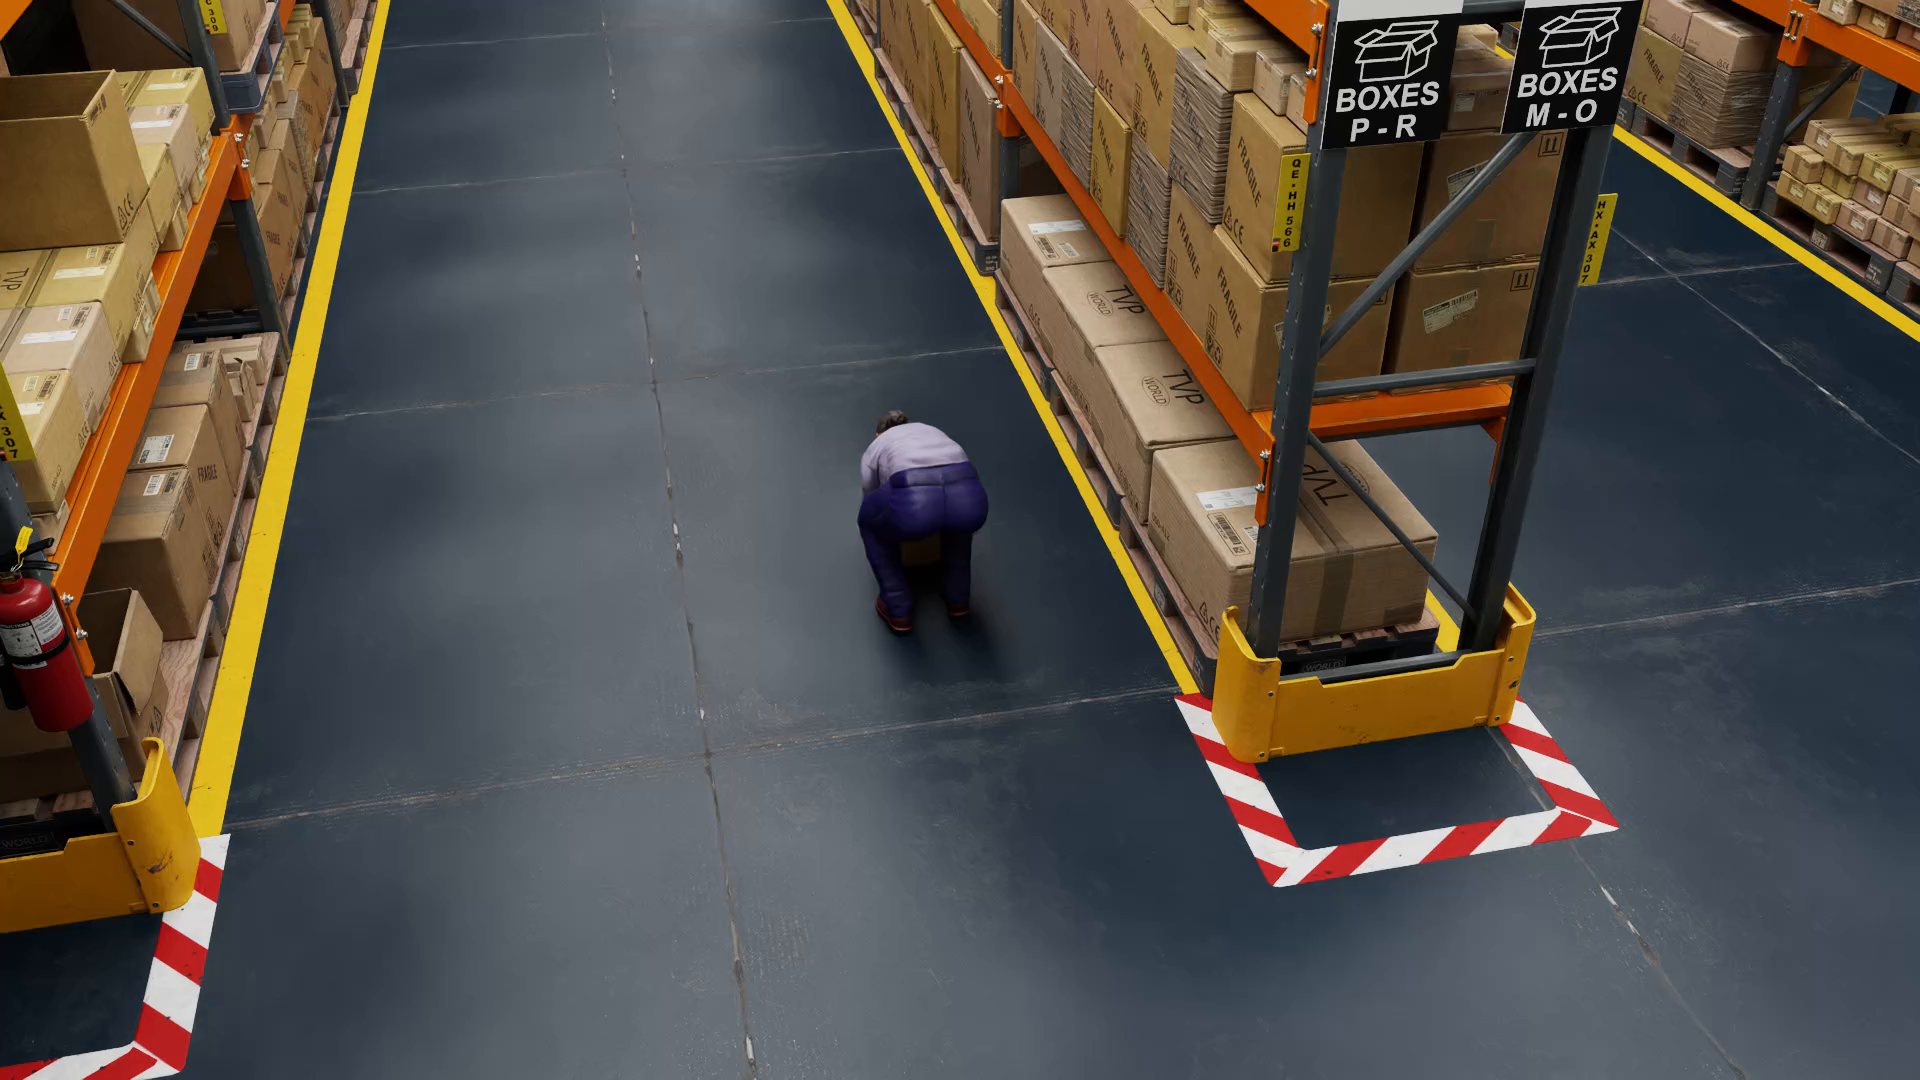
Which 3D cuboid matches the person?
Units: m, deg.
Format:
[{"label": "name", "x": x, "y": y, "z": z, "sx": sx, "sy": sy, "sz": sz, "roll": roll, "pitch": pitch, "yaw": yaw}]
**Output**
[{"label": "person", "x": -0.182, "y": -0.117, "z": 7.040, "sx": 0.514, "sy": 0.841, "sz": 0.900, "roll": -9, "pitch": 36, "yaw": -13}]
